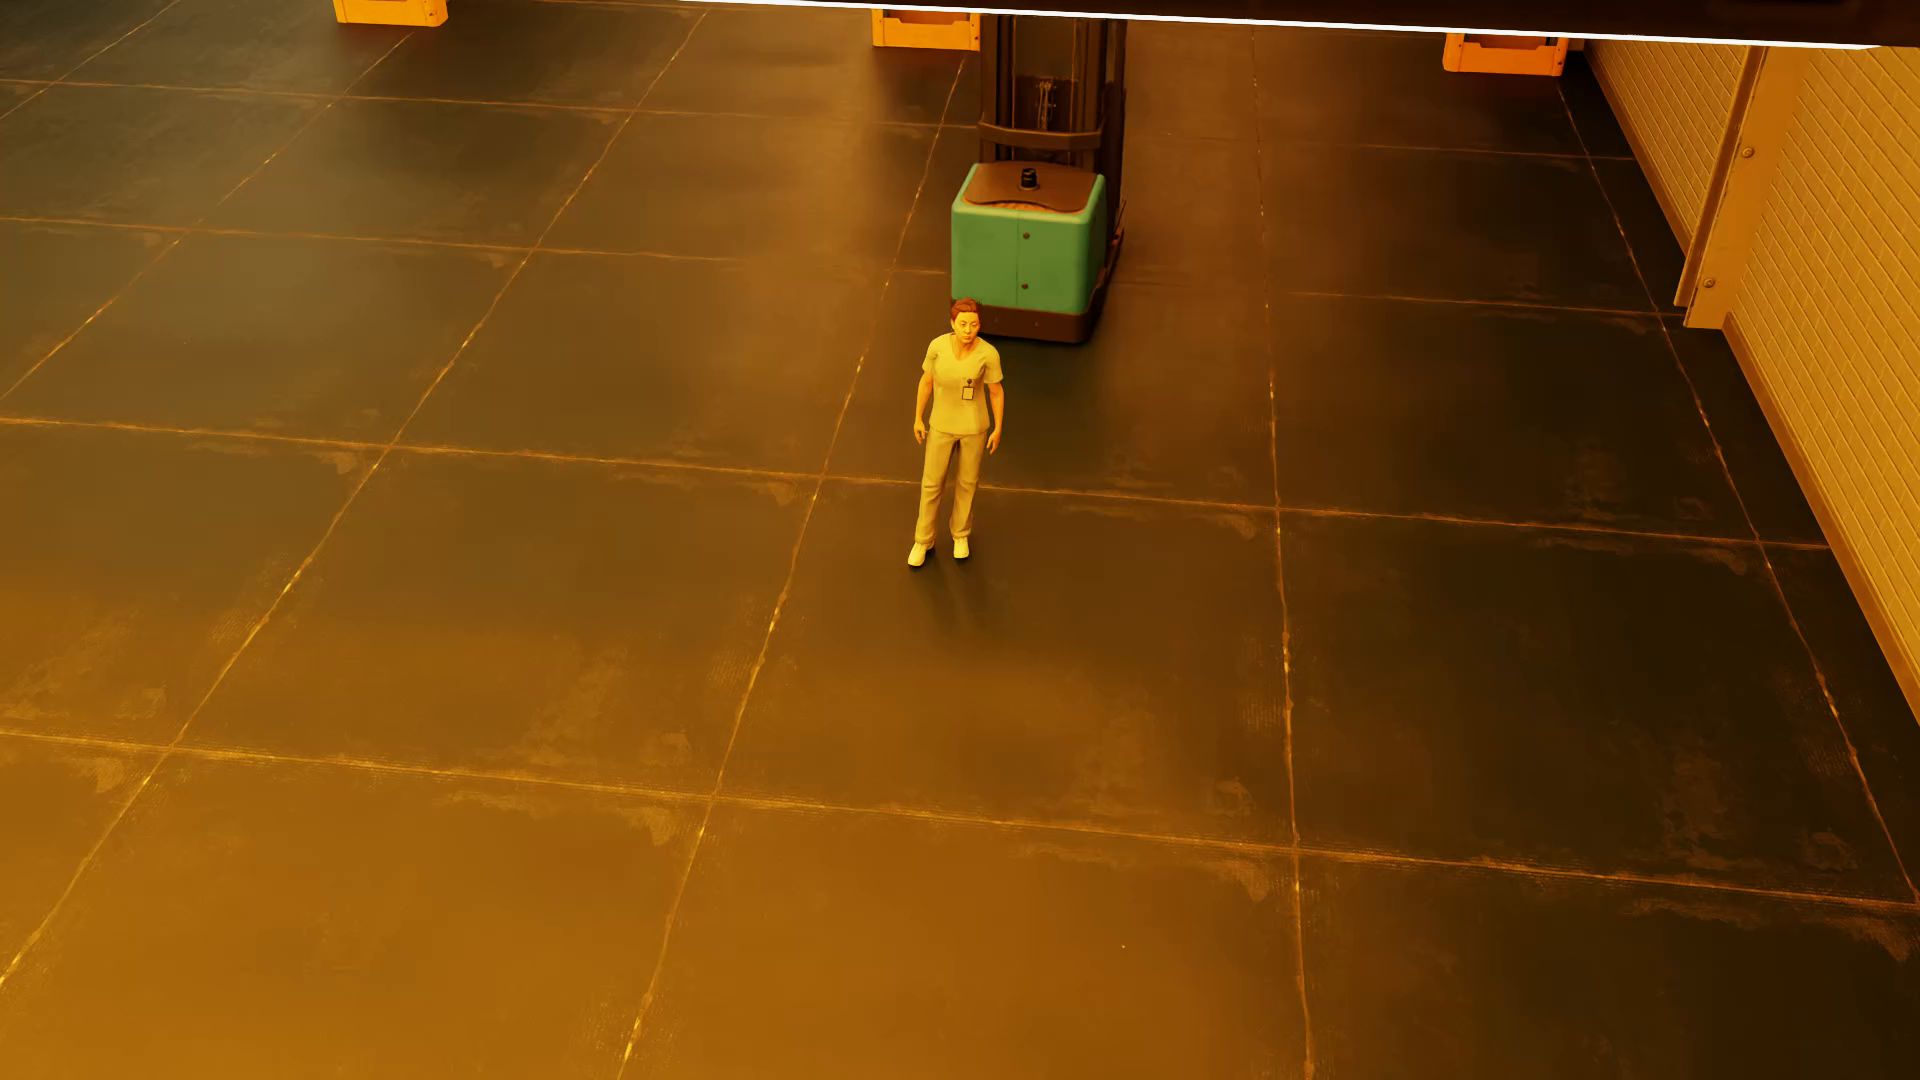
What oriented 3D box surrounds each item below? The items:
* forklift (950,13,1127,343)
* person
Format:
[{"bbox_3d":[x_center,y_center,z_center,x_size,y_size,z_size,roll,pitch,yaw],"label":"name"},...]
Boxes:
[{"bbox_3d":[0.742,-3.517,12.800,1.130,2.935,3.031,7,37,10],"label":"forklift"},{"bbox_3d":[-0.023,-0.634,9.944,0.549,1.663,0.548,4,37,6],"label":"person"}]
